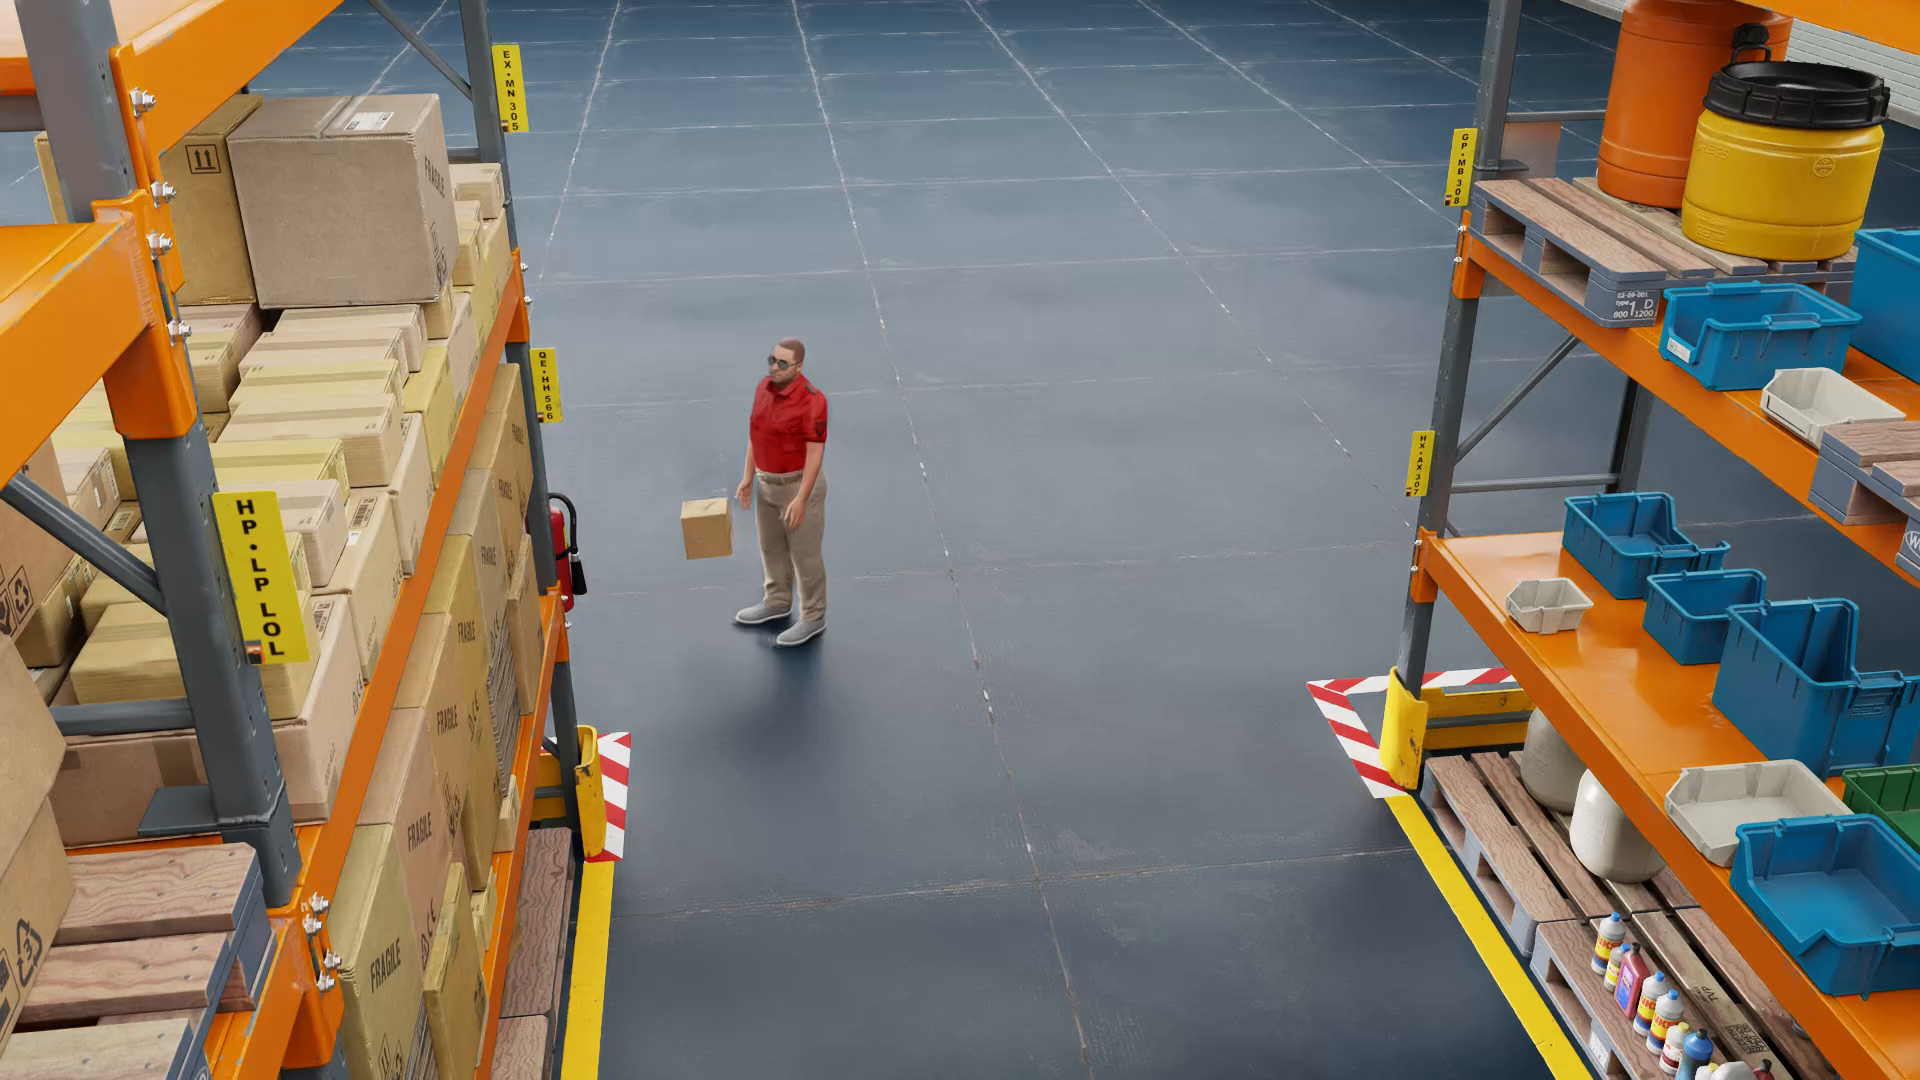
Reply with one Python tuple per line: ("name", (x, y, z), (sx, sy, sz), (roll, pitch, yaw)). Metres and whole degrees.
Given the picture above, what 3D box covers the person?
("person", (-0.927, -0.253, 9.079), (0.656, 1.734, 0.415), (10, 29, 19))
